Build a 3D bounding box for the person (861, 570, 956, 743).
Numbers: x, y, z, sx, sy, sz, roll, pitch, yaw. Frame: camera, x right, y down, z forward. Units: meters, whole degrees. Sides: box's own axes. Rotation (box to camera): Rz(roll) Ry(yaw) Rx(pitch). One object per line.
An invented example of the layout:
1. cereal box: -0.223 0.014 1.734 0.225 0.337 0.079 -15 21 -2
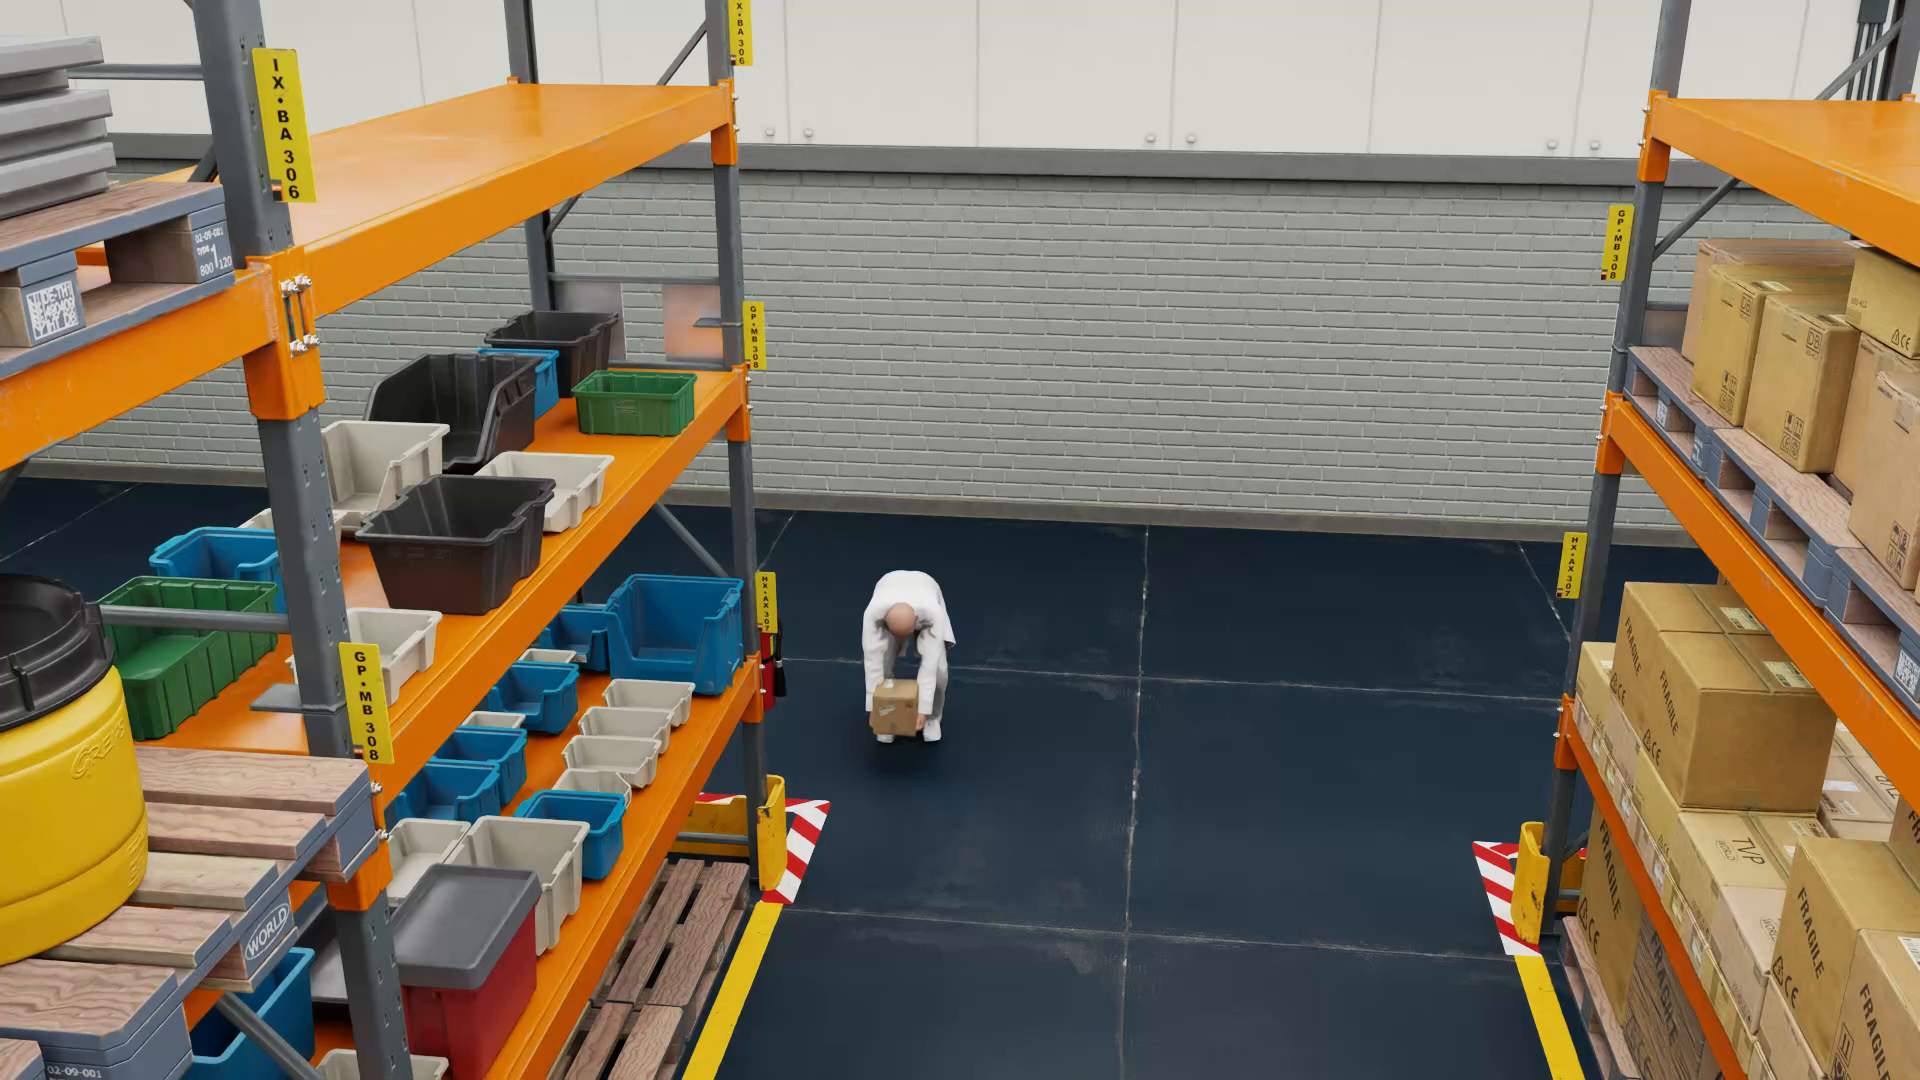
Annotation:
1. person: -0.328 0.755 10.105 0.585 1.077 0.941 1 21 4
